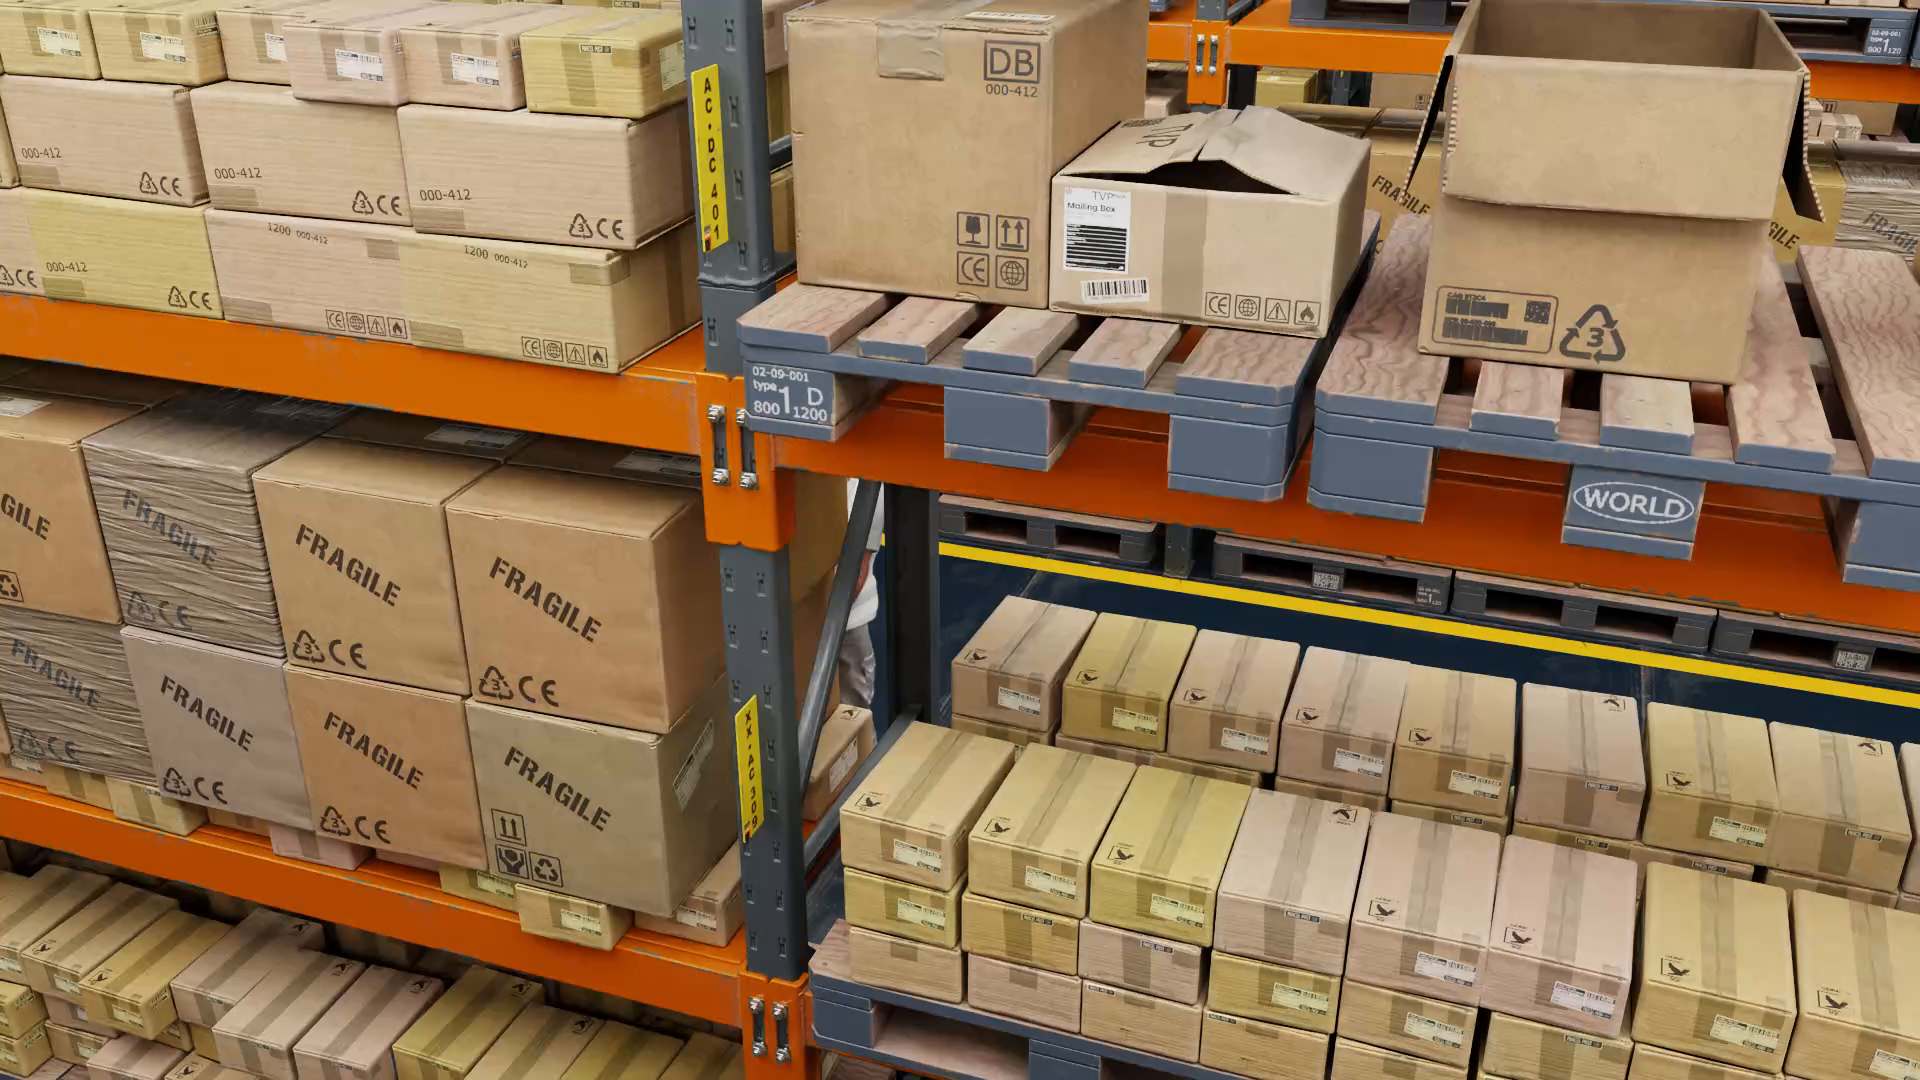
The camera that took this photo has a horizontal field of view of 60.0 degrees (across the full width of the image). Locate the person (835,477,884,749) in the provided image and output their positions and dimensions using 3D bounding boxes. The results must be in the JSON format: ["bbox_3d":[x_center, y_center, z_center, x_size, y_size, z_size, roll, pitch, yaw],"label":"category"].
[{"bbox_3d":[-0.551,0.342,6.375,0.490,1.780,0.574,9,27,17],"label":"person"}]
